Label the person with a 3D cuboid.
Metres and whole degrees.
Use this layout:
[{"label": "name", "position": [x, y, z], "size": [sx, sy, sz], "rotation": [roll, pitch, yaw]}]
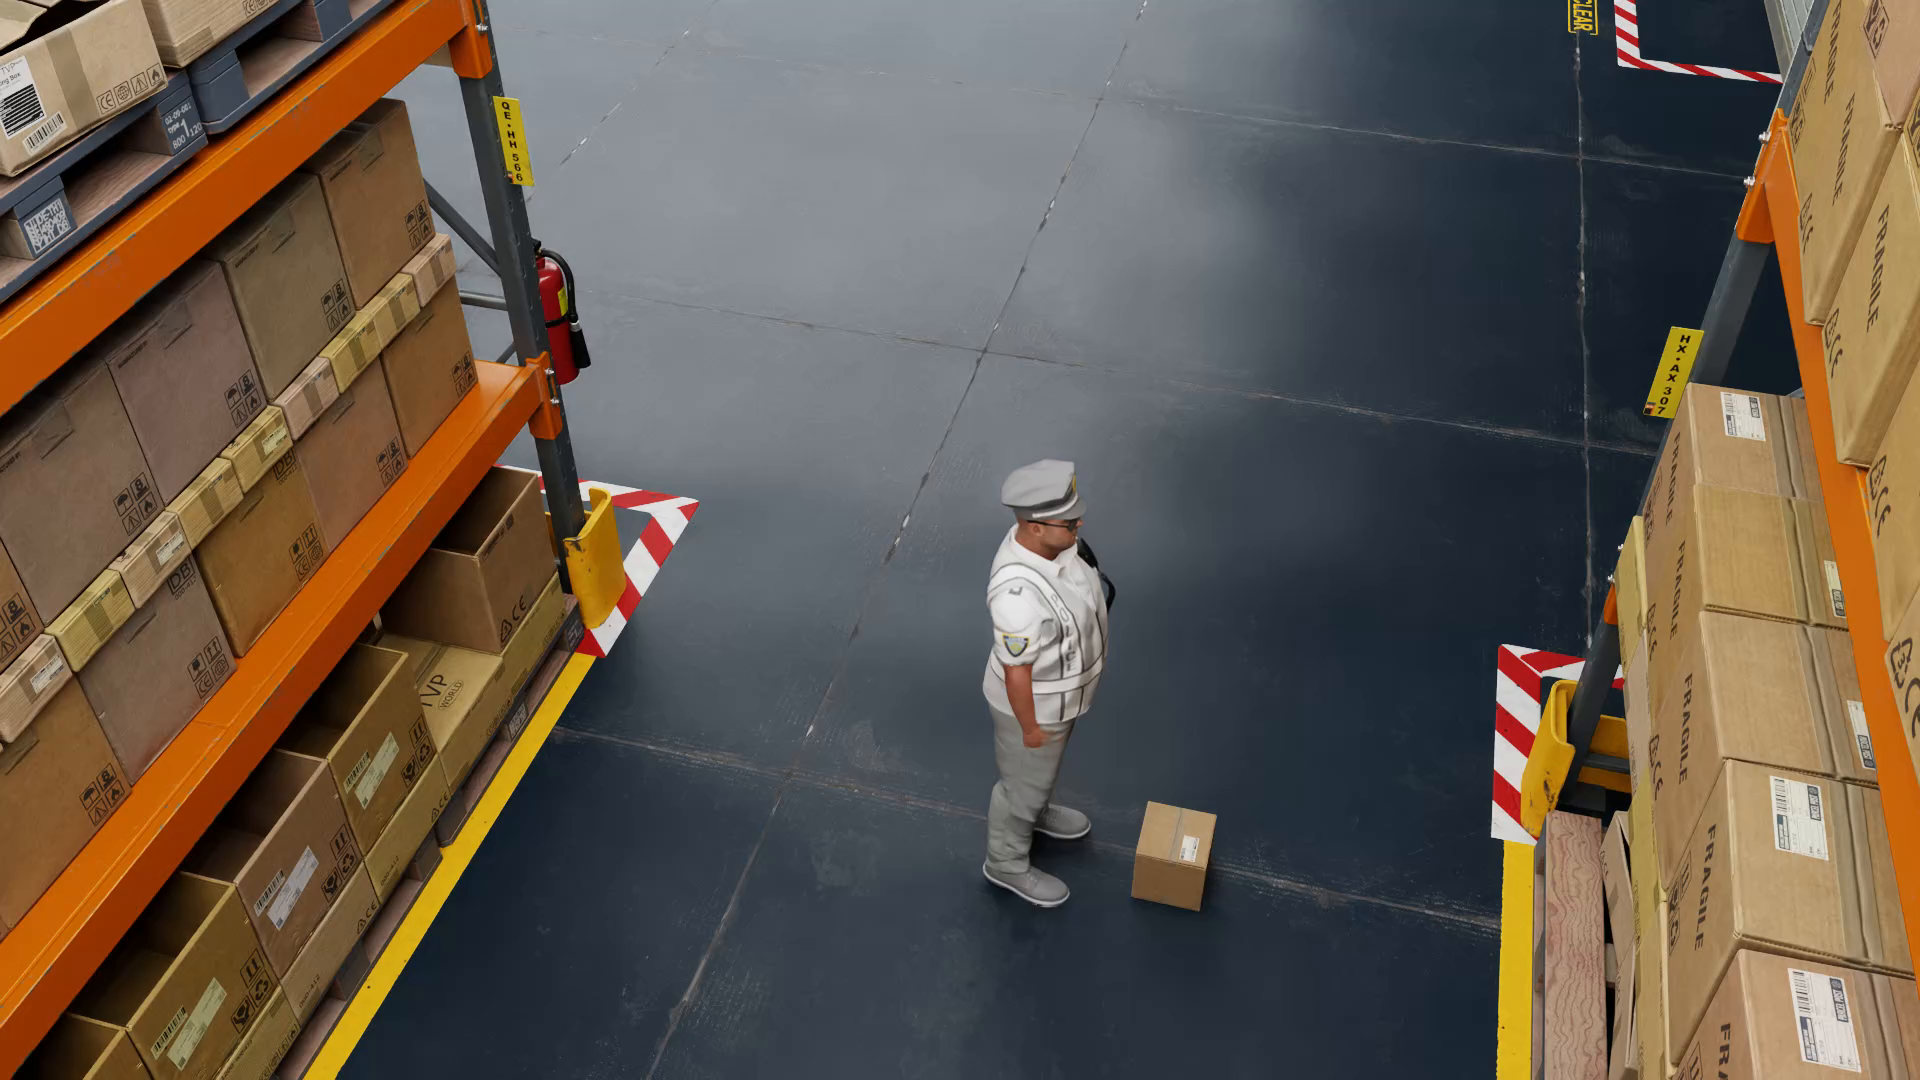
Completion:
[{"label": "person", "position": [0.290, 0.476, 5.598], "size": [0.394, 1.777, 0.530], "rotation": [11, 42, 12]}]
